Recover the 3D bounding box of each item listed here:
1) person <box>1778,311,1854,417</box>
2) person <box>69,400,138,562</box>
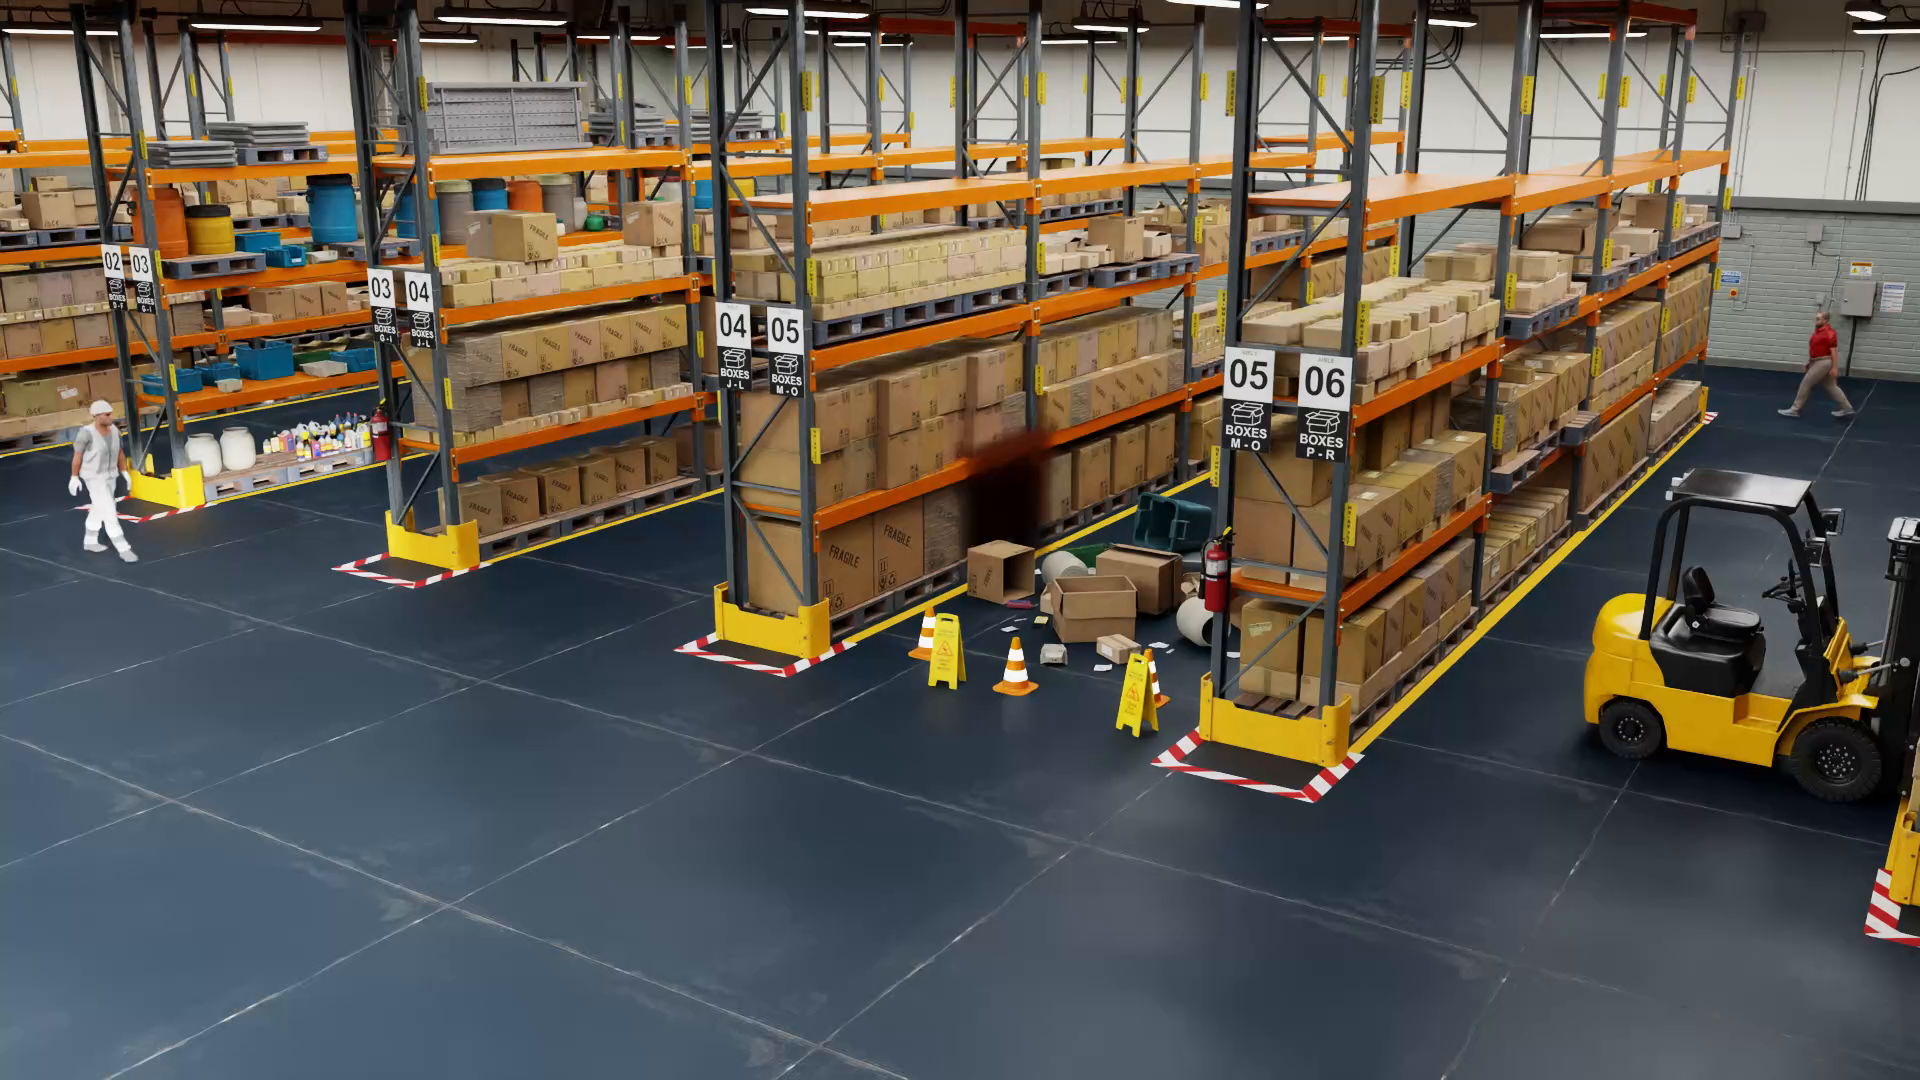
[{"bbox_3d":[13.427,-2.733,25.893,1.069,1.671,0.516,8,17,26],"label":"person"},{"bbox_3d":[-9.429,-0.679,18.348,0.904,1.745,0.590,5,16,18],"label":"person"}]
